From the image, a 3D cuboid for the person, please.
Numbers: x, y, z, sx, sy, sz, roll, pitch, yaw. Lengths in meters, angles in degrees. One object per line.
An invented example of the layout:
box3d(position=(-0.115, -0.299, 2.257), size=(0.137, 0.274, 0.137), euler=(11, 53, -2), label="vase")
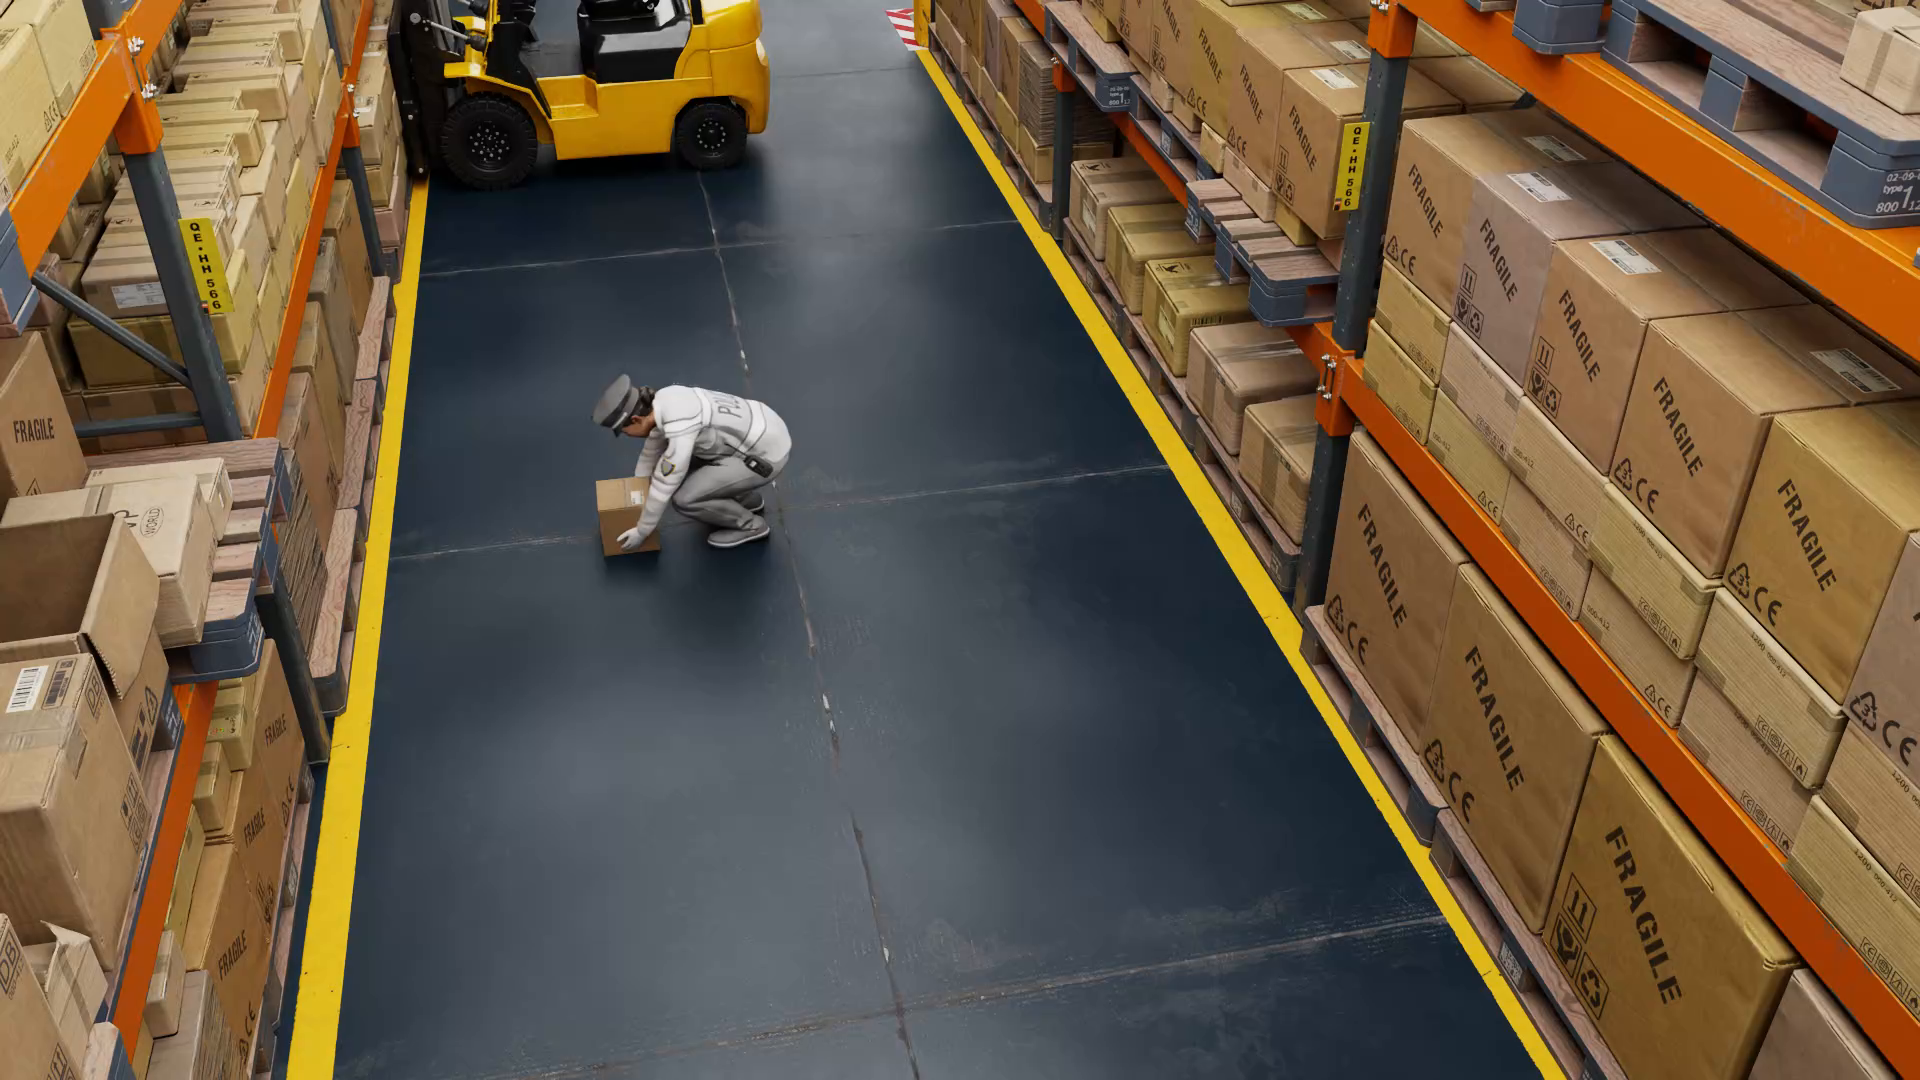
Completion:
box3d(position=(-1.184, -0.391, 7.434), size=(0.859, 0.855, 0.480), euler=(-7, 35, -10), label="person")
